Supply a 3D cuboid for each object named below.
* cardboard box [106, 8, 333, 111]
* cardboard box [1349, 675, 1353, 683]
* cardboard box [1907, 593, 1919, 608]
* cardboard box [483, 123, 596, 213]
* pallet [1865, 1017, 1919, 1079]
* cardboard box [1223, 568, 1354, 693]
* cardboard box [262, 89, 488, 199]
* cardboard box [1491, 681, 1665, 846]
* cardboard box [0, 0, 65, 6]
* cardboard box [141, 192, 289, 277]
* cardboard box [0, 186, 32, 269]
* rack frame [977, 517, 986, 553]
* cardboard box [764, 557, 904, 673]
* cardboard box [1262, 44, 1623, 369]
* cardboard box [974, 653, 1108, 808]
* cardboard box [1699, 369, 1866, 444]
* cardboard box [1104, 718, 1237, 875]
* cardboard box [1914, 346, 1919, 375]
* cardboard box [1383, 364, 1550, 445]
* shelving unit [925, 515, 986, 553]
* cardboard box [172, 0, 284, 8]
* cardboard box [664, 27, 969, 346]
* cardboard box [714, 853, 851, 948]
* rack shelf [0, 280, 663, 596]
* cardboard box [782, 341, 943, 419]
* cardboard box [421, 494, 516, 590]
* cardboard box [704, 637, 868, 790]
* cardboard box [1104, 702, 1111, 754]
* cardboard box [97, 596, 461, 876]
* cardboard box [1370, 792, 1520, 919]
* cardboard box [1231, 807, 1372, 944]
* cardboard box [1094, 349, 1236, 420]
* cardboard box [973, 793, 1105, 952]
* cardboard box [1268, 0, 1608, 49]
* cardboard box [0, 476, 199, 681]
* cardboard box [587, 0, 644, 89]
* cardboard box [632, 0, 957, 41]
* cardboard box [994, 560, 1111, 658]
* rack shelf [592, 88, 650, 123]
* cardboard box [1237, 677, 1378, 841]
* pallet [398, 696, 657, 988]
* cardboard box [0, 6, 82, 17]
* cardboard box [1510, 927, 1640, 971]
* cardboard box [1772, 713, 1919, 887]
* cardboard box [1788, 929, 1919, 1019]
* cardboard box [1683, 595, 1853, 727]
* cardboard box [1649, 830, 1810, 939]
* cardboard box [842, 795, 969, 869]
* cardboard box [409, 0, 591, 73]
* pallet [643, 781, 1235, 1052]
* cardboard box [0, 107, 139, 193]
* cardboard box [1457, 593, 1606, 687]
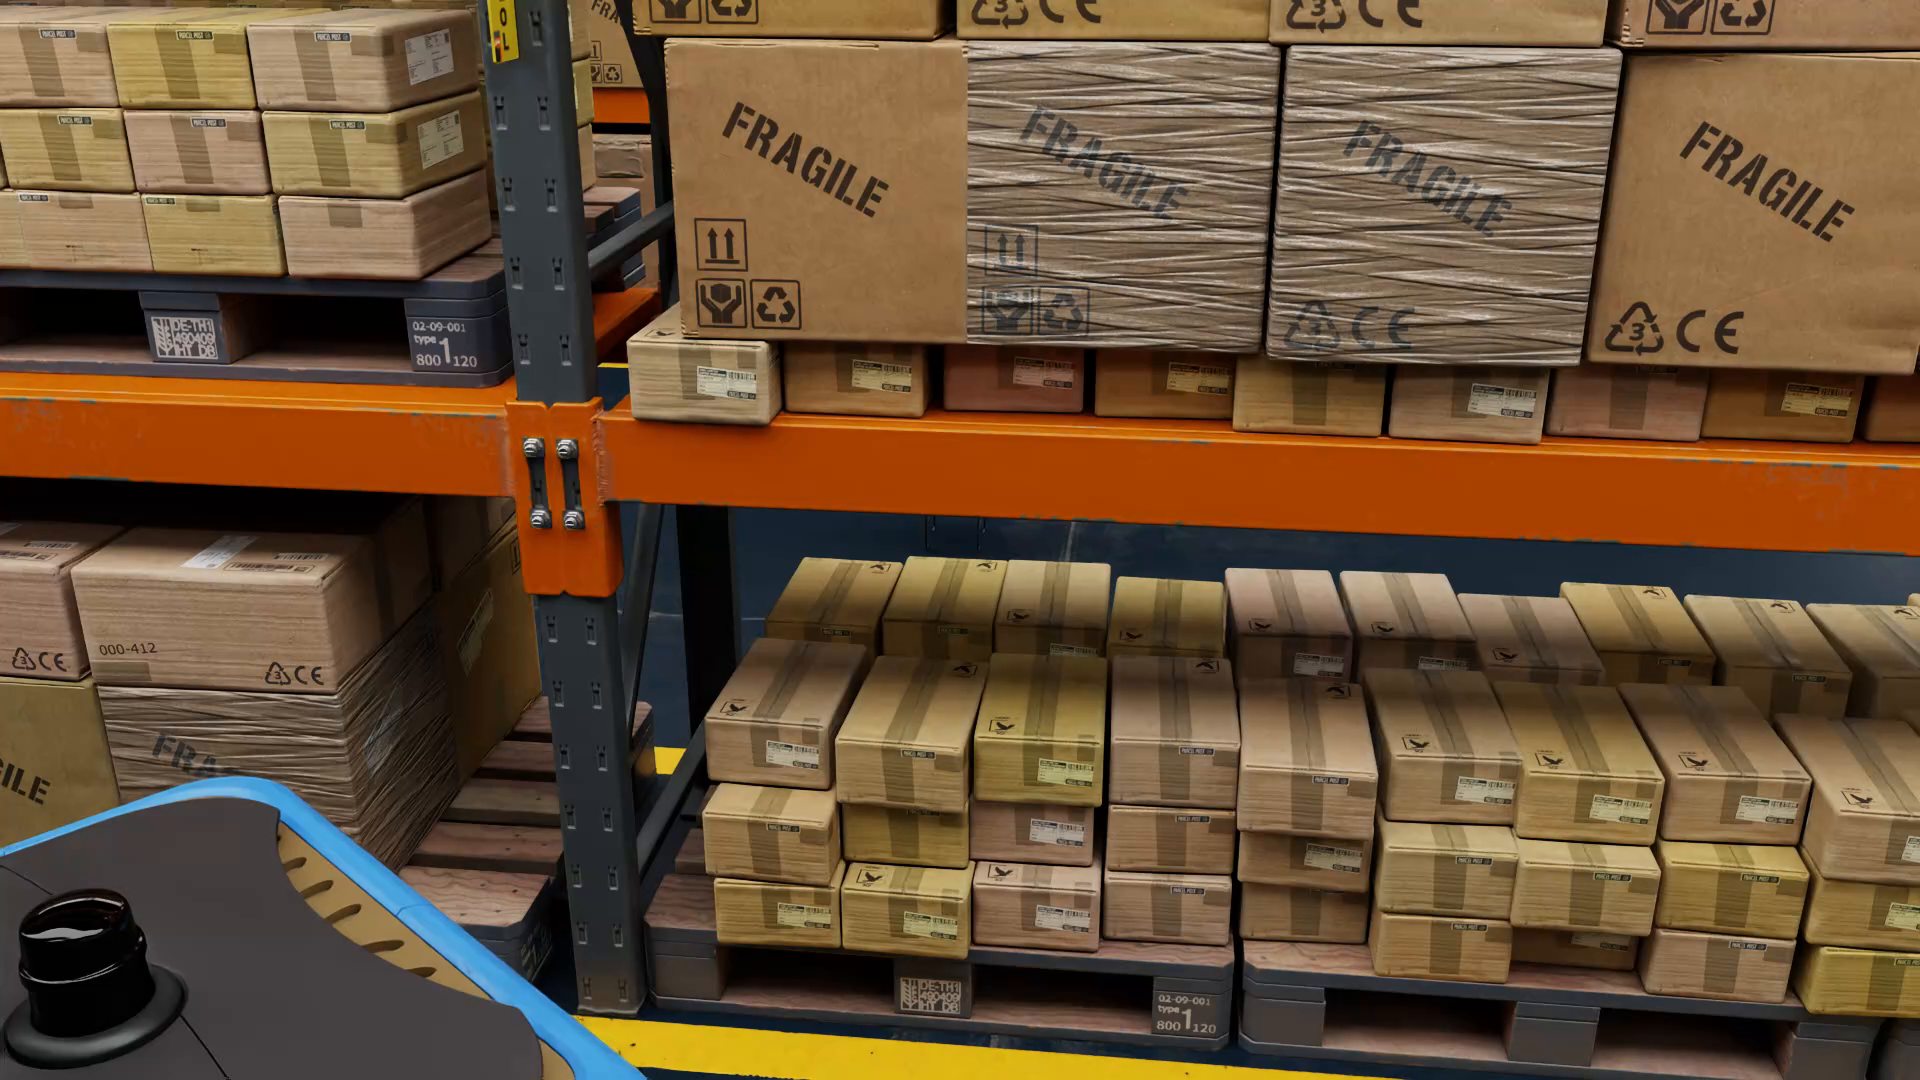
[{"bbox_3d":[-1.359,-0.903,3.104,0.250,0.149,0.380,2,22,5],"label":"cardboard box"},{"bbox_3d":[0.974,0.381,3.797,0.250,0.149,0.380,1,22,4],"label":"cardboard box"},{"bbox_3d":[2.298,0.264,3.688,0.250,0.149,0.380,2,22,6],"label":"cardboard box"},{"bbox_3d":[-1.008,-0.853,3.789,0.250,0.149,0.380,1,22,4],"label":"cardboard box"},{"bbox_3d":[2.423,0.828,3.557,1.213,0.211,1.003,2,22,6],"label":"pallet"},{"bbox_3d":[0.748,0.207,3.835,0.250,0.149,0.380,1,22,4],"label":"cardboard box"},{"bbox_3d":[-1.089,-0.752,3.128,0.250,0.149,0.380,3,22,8],"label":"cardboard box"},{"bbox_3d":[1.196,0.431,3.266,0.250,0.149,0.380,3,22,7],"label":"cardboard box"},{"bbox_3d":[-2.042,-1.175,3.792,0.250,0.149,0.380,2,22,6],"label":"cardboard box"},{"bbox_3d":[-1.347,-0.624,3.210,0.250,0.149,0.380,3,22,7],"label":"cardboard box"},{"bbox_3d":[-1.843,-0.647,3.267,0.250,0.149,0.380,1,22,4],"label":"cardboard box"},{"bbox_3d":[0.076,-0.555,5.711,0.006,1.200,0.240,2,22,6],"label":"rack frame"},{"bbox_3d":[-0.287,0.184,3.891,0.250,0.149,0.380,3,22,8],"label":"cardboard box"},{"bbox_3d":[0.780,-0.608,2.857,0.500,0.500,0.500,2,22,5],"label":"cardboard box"},{"bbox_3d":[0.170,0.381,3.394,0.250,0.149,0.380,2,22,6],"label":"cardboard box"},{"bbox_3d":[1.410,-0.304,2.972,0.250,0.149,0.380,3,22,7],"label":"cardboard box"},{"bbox_3d":[0.427,0.523,3.439,0.250,0.149,0.380,1,22,4],"label":"cardboard box"},{"bbox_3d":[1.809,-0.570,2.761,0.500,0.500,0.500,3,22,6],"label":"cardboard box"},{"bbox_3d":[0.885,-0.302,2.966,0.250,0.149,0.380,3,22,9],"label":"cardboard box"},{"bbox_3d":[-0.014,-0.559,5.721,0.189,1.200,0.258,2,22,6],"label":"shelving unit"},{"bbox_3d":[-1.540,-1.152,3.735,0.250,0.149,0.380,3,22,7],"label":"cardboard box"},{"bbox_3d":[-0.209,-0.661,2.992,0.500,0.500,0.500,2,22,5],"label":"cardboard box"},{"bbox_3d":[-0.347,0.673,3.463,0.250,0.149,0.380,2,22,4],"label":"cardboard box"},{"bbox_3d":[-2.657,-0.342,3.704,4.000,0.370,1.077,2,22,6],"label":"rack shelf"},{"bbox_3d":[-0.163,-0.357,3.106,0.250,0.149,0.380,3,22,8],"label":"cardboard box"},{"bbox_3d":[-1.374,-0.100,3.922,0.500,0.250,0.500,2,22,4],"label":"cardboard box"},{"bbox_3d":[-0.353,0.354,3.461,0.250,0.149,0.380,3,22,8],"label":"cardboard box"},{"bbox_3d":[0.455,0.359,3.855,0.250,0.149,0.380,3,22,7],"label":"cardboard box"},{"bbox_3d":[-1.435,0.437,3.583,0.500,0.500,0.500,2,22,5],"label":"cardboard box"},{"bbox_3d":[0.941,0.577,3.301,0.250,0.149,0.380,2,22,6],"label":"cardboard box"},{"bbox_3d":[0.699,0.668,3.476,0.250,0.149,0.380,2,22,4],"label":"cardboard box"},{"bbox_3d":[0.377,-0.351,3.090,0.250,0.149,0.380,2,22,4],"label":"cardboard box"},{"bbox_3d":[0.170,0.677,3.454,0.250,0.149,0.380,2,22,6],"label":"cardboard box"},{"bbox_3d":[0.762,-1.081,2.695,0.500,0.500,0.500,3,22,7],"label":"cardboard box"},{"bbox_3d":[-1.949,0.061,3.514,0.500,0.250,0.500,4,22,9],"label":"cardboard box"},{"bbox_3d":[-1.494,-2.408,7.814,0.500,0.500,0.500,2,22,6],"label":"cardboard box"},{"bbox_3d":[-0.251,-1.131,2.821,0.500,0.500,0.500,3,22,8],"label":"cardboard box"},{"bbox_3d":[0.220,0.189,3.879,0.250,0.149,0.380,2,22,6],"label":"cardboard box"},{"bbox_3d":[-1.973,-2.149,8.273,4.000,0.370,1.077,2,22,6],"label":"rack shelf"},{"bbox_3d":[0.675,0.425,3.283,0.250,0.149,0.380,3,22,7],"label":"cardboard box"},{"bbox_3d":[-1.444,0.674,3.949,1.213,0.211,1.003,2,22,6],"label":"pallet"},{"bbox_3d":[-1.876,-0.926,3.163,0.250,0.149,0.380,2,22,6],"label":"cardboard box"},{"bbox_3d":[1.216,0.698,3.400,0.250,0.149,0.380,3,22,8],"label":"cardboard box"},{"bbox_3d":[1.708,0.484,3.133,0.250,0.149,0.380,3,22,8],"label":"cardboard box"},{"bbox_3d":[1.727,0.756,3.255,0.250,0.149,0.380,2,22,4],"label":"cardboard box"},{"bbox_3d":[1.768,0.268,3.678,0.250,0.149,0.380,3,22,8],"label":"cardboard box"},{"bbox_3d":[1.459,0.599,3.246,0.250,0.149,0.380,4,22,9],"label":"cardboard box"},{"bbox_3d":[-0.087,0.513,3.465,0.250,0.149,0.380,3,22,7],"label":"cardboard box"},{"bbox_3d":[-1.008,-1.130,3.680,0.250,0.149,0.380,4,22,9],"label":"cardboard box"},{"bbox_3d":[0.000,0.723,3.824,1.213,0.211,1.003,2,22,6],"label":"pallet"},{"bbox_3d":[-1.597,-0.775,3.186,0.250,0.149,0.380,3,22,9],"label":"cardboard box"},{"bbox_3d":[1.251,0.264,3.688,0.250,0.149,0.380,3,22,6],"label":"cardboard box"}]
